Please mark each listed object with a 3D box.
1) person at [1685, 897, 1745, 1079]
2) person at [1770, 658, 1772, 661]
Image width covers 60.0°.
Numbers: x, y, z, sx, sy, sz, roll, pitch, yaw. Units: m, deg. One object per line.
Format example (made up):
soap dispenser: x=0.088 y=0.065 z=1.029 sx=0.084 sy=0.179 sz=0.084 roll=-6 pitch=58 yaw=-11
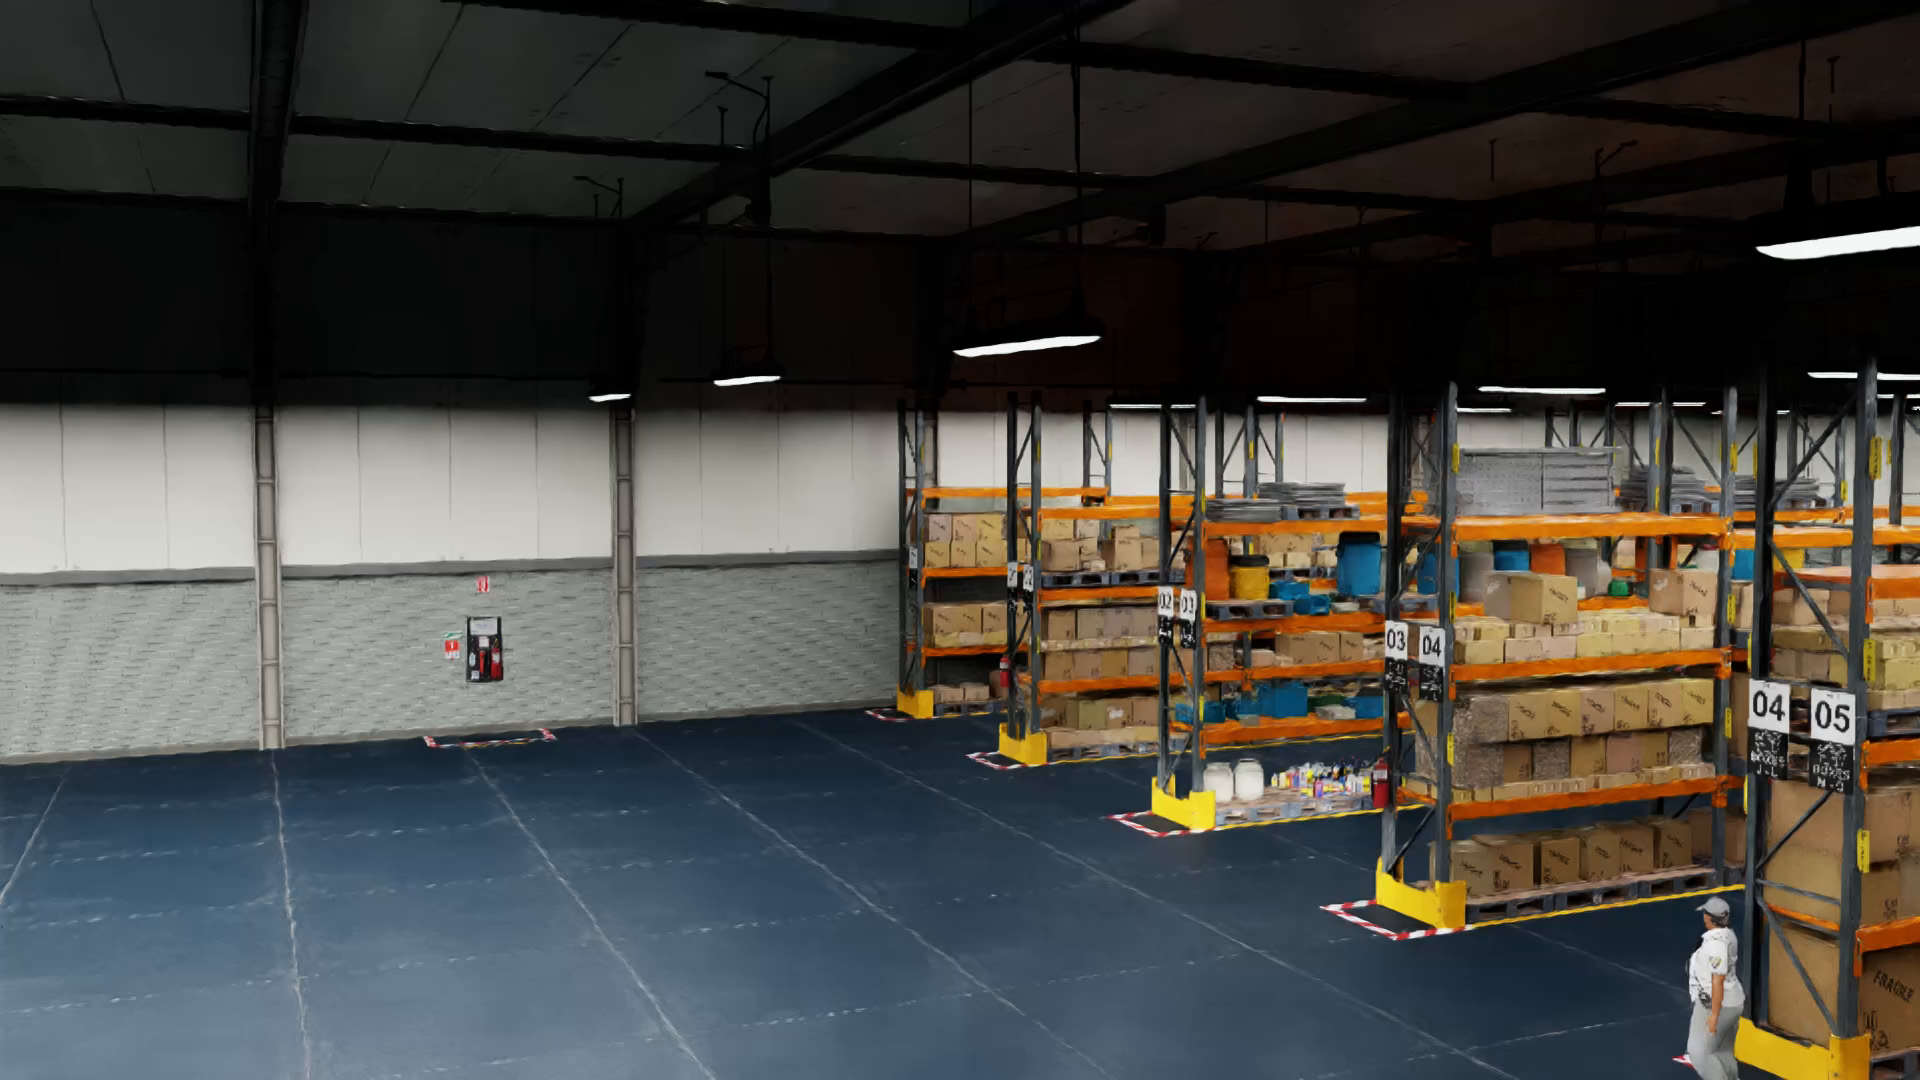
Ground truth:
person: x=5.789 y=3.581 z=12.732 sx=0.416 sy=1.658 sz=0.608 roll=2 pitch=4 yaw=37
person: x=15.627 y=2.473 z=31.794 sx=0.534 sy=1.674 sz=0.677 roll=-2 pitch=4 yaw=-26
